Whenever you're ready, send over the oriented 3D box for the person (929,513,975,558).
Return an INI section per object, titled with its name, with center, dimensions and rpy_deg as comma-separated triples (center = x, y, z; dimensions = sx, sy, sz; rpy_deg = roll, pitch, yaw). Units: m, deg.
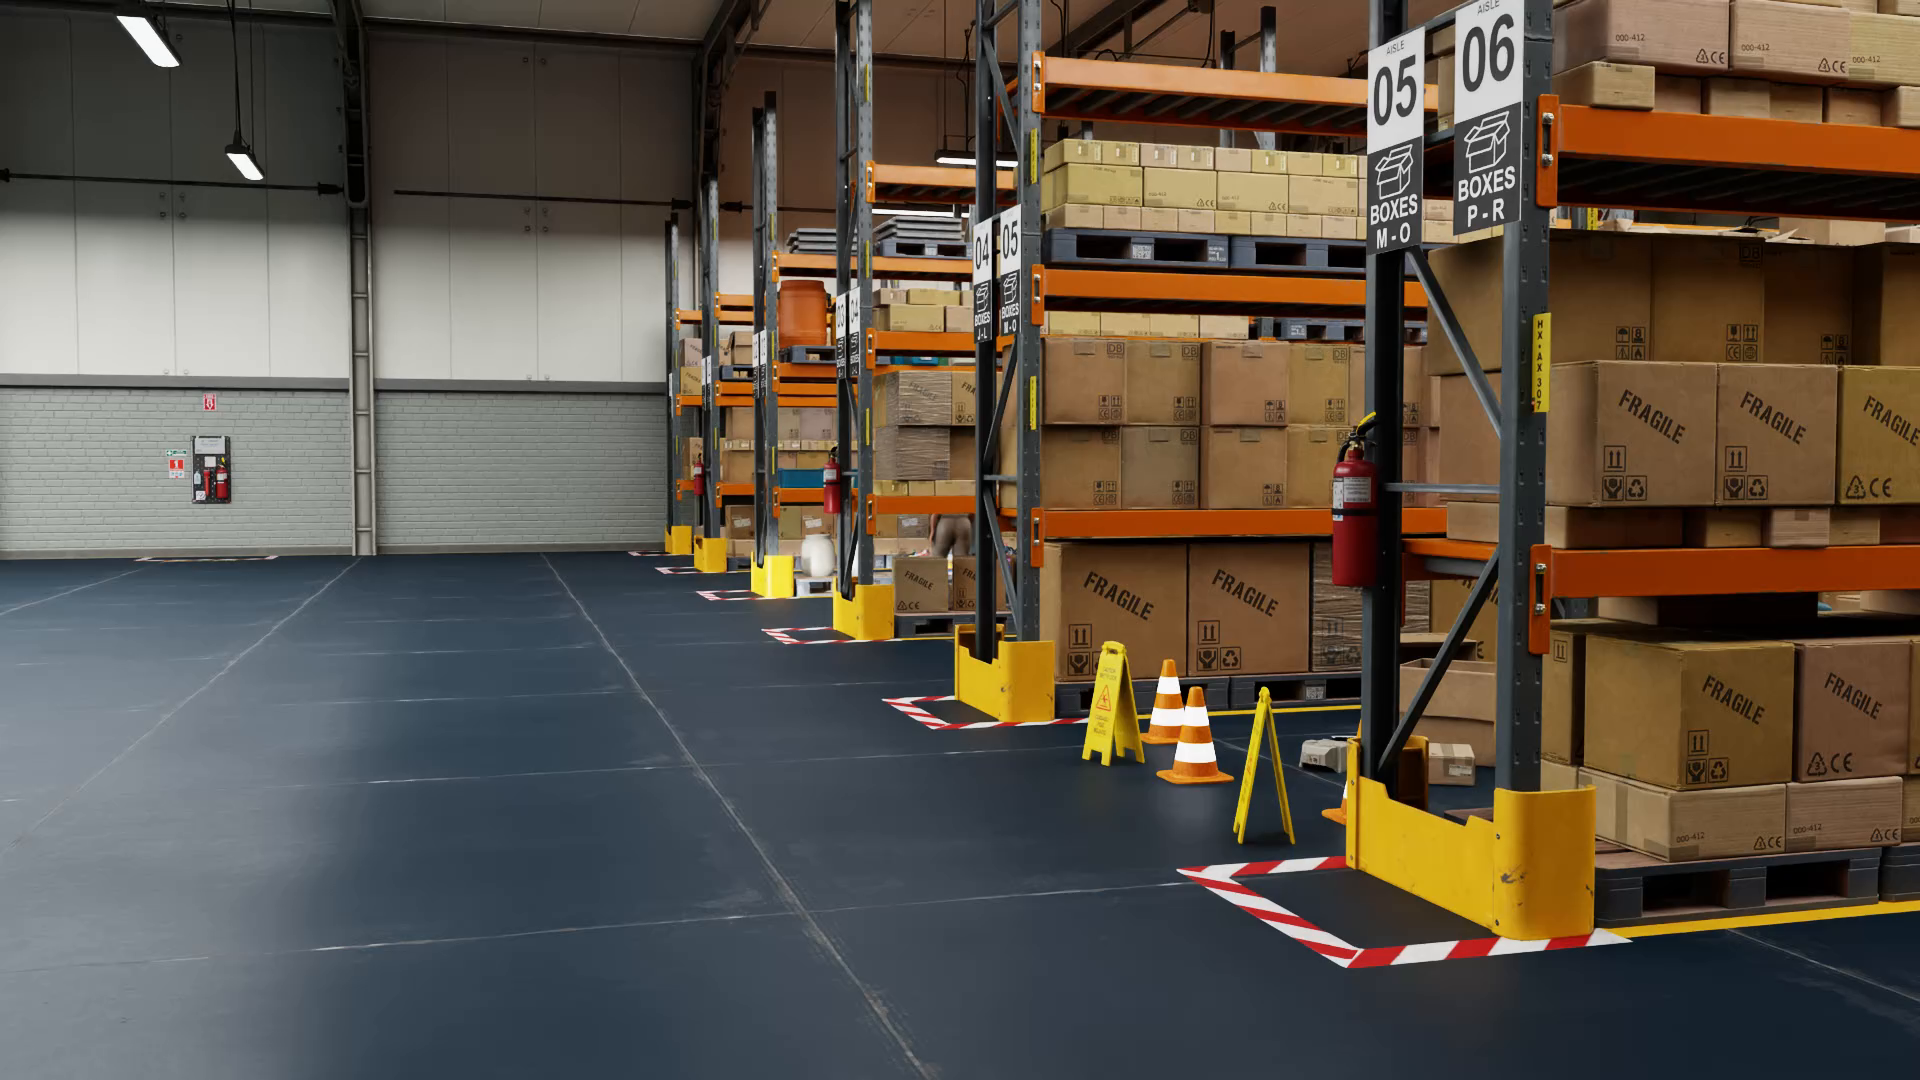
[person]
center = -0.101, -0.082, 17.890
dimensions = 0.551, 1.753, 0.629
rpy_deg = -1, 3, -13
